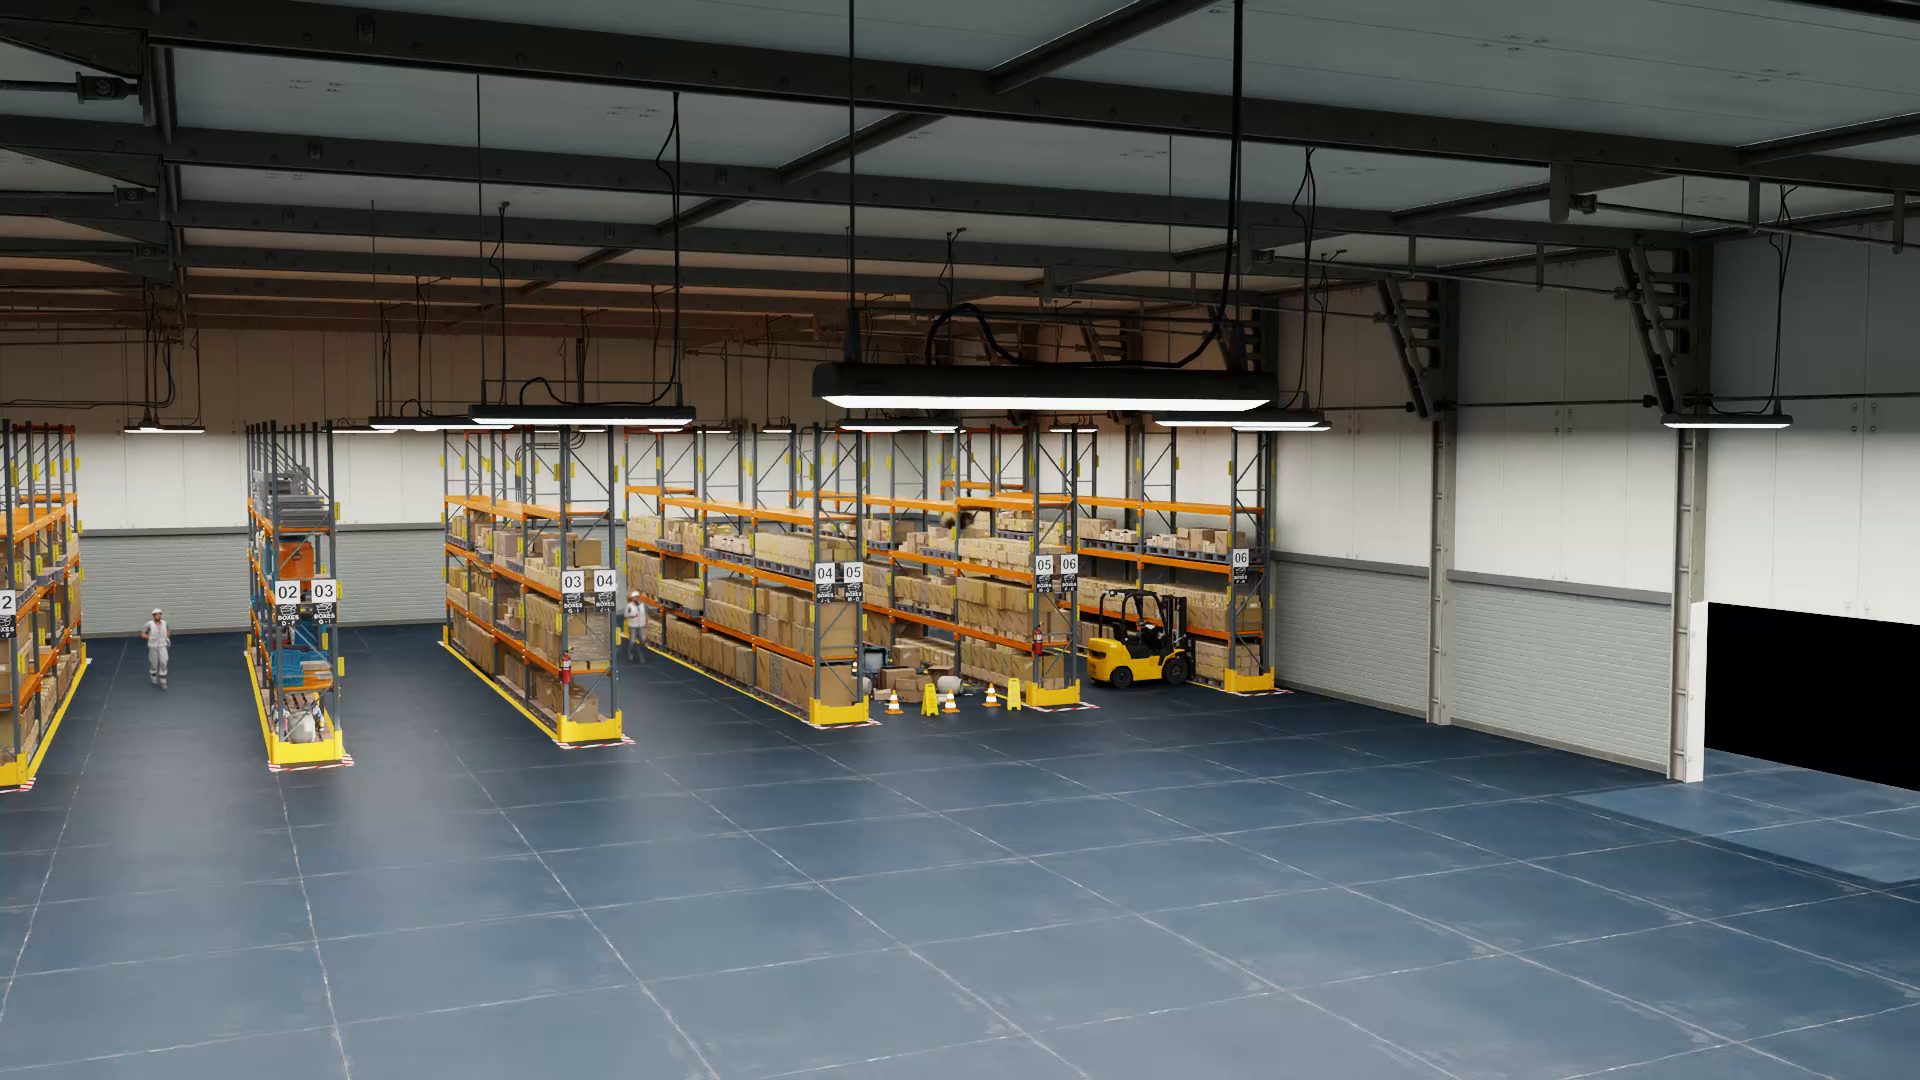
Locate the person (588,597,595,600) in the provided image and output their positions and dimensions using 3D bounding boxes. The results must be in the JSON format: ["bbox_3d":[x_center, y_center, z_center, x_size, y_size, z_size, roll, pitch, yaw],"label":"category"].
[{"bbox_3d":[-10.677,1.893,47.886,0.759,1.694,0.723,2,4,23],"label":"person"}]

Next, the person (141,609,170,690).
[{"bbox_3d":[-18.249,2.463,37.768,0.643,1.816,0.877,-3,4,-36],"label":"person"}]

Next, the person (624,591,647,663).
[{"bbox_3d":[-8.195,2.211,42.078,0.676,1.839,0.752,-2,4,-29],"label":"person"}]
